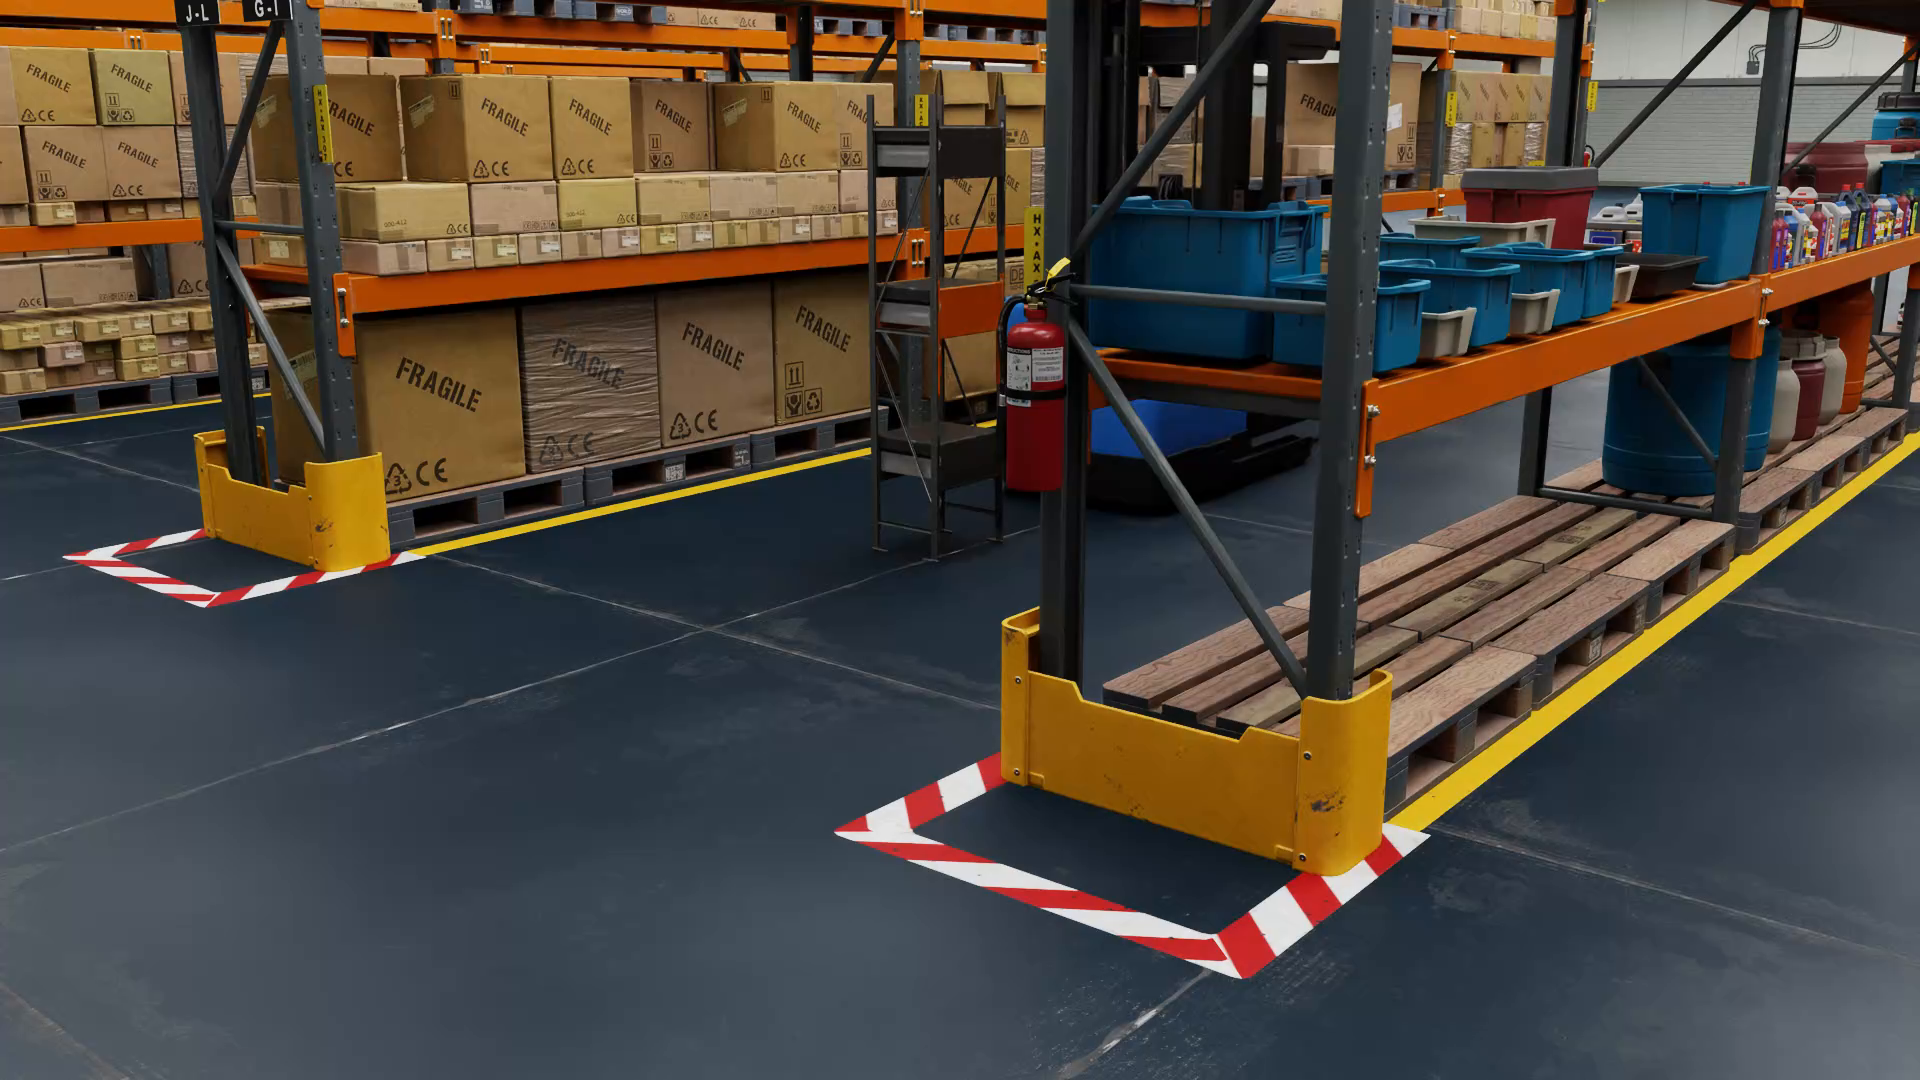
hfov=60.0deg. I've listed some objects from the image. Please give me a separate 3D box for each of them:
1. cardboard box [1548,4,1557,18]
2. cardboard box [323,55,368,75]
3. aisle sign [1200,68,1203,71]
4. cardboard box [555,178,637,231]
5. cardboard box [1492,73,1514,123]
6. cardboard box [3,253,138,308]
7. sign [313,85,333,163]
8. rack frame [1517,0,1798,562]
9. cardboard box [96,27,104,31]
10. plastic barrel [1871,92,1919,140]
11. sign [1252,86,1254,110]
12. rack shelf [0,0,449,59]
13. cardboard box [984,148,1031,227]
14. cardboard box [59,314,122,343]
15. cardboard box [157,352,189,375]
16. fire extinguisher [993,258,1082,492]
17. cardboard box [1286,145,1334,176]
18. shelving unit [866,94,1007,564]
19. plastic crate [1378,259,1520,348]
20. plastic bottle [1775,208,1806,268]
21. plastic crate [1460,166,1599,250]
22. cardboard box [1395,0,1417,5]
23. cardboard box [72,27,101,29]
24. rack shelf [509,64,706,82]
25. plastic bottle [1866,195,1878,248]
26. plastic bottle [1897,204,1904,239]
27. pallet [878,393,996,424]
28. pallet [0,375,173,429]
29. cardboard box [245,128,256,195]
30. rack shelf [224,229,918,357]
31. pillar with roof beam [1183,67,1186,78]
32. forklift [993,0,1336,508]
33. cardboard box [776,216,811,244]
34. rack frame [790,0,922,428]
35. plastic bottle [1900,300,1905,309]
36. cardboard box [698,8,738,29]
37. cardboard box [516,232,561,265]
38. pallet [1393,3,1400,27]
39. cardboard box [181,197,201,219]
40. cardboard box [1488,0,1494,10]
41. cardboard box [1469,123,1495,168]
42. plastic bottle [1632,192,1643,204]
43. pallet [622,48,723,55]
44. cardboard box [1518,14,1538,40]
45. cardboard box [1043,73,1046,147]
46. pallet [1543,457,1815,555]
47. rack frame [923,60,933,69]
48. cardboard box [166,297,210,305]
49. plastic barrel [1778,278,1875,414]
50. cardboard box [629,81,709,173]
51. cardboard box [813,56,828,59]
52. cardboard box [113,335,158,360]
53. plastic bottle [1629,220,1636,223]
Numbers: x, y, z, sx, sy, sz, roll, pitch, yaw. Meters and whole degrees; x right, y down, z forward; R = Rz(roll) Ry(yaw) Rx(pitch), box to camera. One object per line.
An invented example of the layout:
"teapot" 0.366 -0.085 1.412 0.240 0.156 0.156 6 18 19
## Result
"cardboard box" 6.461 -5.813 18.314 0.380 0.149 0.250 11 18 38
"cardboard box" -4.869 -3.427 12.682 0.500 0.500 0.500 11 18 36
"aisle sign" 3.357 -6.507 22.363 0.394 0.787 0.004 11 18 38
"cardboard box" -2.031 -1.746 8.605 0.500 0.250 0.500 11 18 36
"cardboard box" 5.467 -4.642 17.467 0.500 0.500 0.500 11 18 38
"cardboard box" -8.855 -2.586 16.562 0.875 0.438 0.875 11 18 37
"sign" -2.755 -1.799 7.195 0.100 0.325 0.005 11 18 38
"rack frame" 3.183 -1.428 7.652 1.000 3.000 0.127 11 18 38
"cardboard box" -10.964 -6.564 21.271 0.380 0.149 0.250 11 18 37
"plastic barrel" 7.733 -3.176 13.514 0.600 0.901 0.708 11 18 38
"sign" 2.279 -3.436 13.206 0.100 0.325 0.005 11 18 38
"rack shelf" -5.720 -3.703 11.978 1.077 0.370 4.000 11 18 38
"cardboard box" 0.130 -2.389 11.231 0.500 0.500 0.500 11 18 38
"cardboard box" -6.046 -1.473 11.558 0.380 0.149 0.250 11 18 37
"cardboard box" -5.816 -1.295 12.065 0.380 0.149 0.250 11 18 38
"fire extinguisher" 0.221 -0.485 4.855 0.296 0.674 0.183 11 18 38
"cardboard box" 3.077 -3.377 14.774 0.500 0.250 0.500 11 18 36
"shelving unit" -0.104 -0.986 7.740 0.431 2.100 0.503 11 18 38
"plastic crate" 1.494 -0.732 5.131 0.416 0.233 0.300 11 18 38
"plastic bottle" 4.001 -1.468 8.060 0.152 0.276 0.135 11 18 38
"plastic crate" 2.427 -1.356 7.116 0.402 0.464 0.583 11 18 38
"cardboard box" 3.987 -5.359 15.972 0.797 0.503 0.637 10 17 35
"cardboard box" -10.797 -6.373 20.481 0.380 0.149 0.250 12 18 39
"rack shelf" -5.955 -7.516 26.984 1.077 0.370 4.000 11 18 38
"plastic bottle" 5.057 -1.775 9.255 0.061 0.283 0.133 11 18 38
"plastic bottle" 5.543 -1.891 9.877 0.097 0.201 0.097 0 14 0
"pallet" -0.243 -1.002 11.640 1.003 0.211 1.213 11 18 38
"pallet" -6.392 -1.028 11.743 1.003 0.211 1.213 11 18 38
"cardboard box" -5.189 -2.843 12.416 0.500 0.500 0.500 11 18 37
"rack shelf" -1.926 -1.463 9.250 1.077 0.370 4.000 11 18 38
"pillar with roof beam" 8.825 -12.488 39.005 9.100 9.000 0.400 11 18 38
"forklift" 1.443 -1.897 9.638 1.130 2.935 3.031 10 17 34
"cardboard box" -1.091 -1.816 9.689 0.380 0.149 0.250 12 18 39
"rack frame" -0.669 -2.194 10.669 1.000 3.000 0.127 11 18 38
"plastic bottle" 8.257 -2.000 14.527 0.061 0.283 0.133 12 19 40
"cardboard box" -2.415 -5.003 15.430 0.500 0.500 0.500 11 18 38
"cardboard box" -2.220 -1.472 8.336 0.380 0.149 0.250 11 18 37
"pallet" 3.239 -4.788 15.169 1.213 0.211 1.003 11 18 38
"cardboard box" -5.578 -2.411 12.034 0.380 0.149 0.250 12 19 40
"cardboard box" 5.225 -5.479 17.002 0.380 0.149 0.250 12 19 39
"cardboard box" 5.032 -4.086 17.308 0.875 0.500 0.500 11 18 38
"plastic bottle" 3.507 -1.631 8.550 0.144 0.351 0.185 11 18 38
"pallet" -3.820 -6.521 21.990 1.213 0.211 1.003 11 18 38
"cardboard box" 5.815 -5.452 17.704 0.500 0.250 0.500 11 18 37
"cardboard box" 0.545 -3.104 12.008 0.797 0.503 0.637 12 19 39
"pallet" 3.701 -0.218 8.551 1.003 0.211 1.213 11 18 38
"rack frame" -0.835 -6.026 25.752 1.000 3.000 0.127 11 18 38
"cardboard box" -5.843 -1.762 12.697 0.380 0.149 0.250 11 18 38
"plastic barrel" 5.403 -1.249 10.504 0.600 0.830 0.708 11 18 38
"cardboard box" -1.808 -2.384 9.591 0.500 0.500 0.500 11 18 36
"cardboard box" -2.084 -6.847 23.402 0.380 0.149 0.250 11 18 36
"cardboard box" -5.902 -1.378 11.790 0.380 0.149 0.250 12 19 39
"plastic bottle" 3.362 -1.500 8.338 0.097 0.201 0.097 0 14 0
